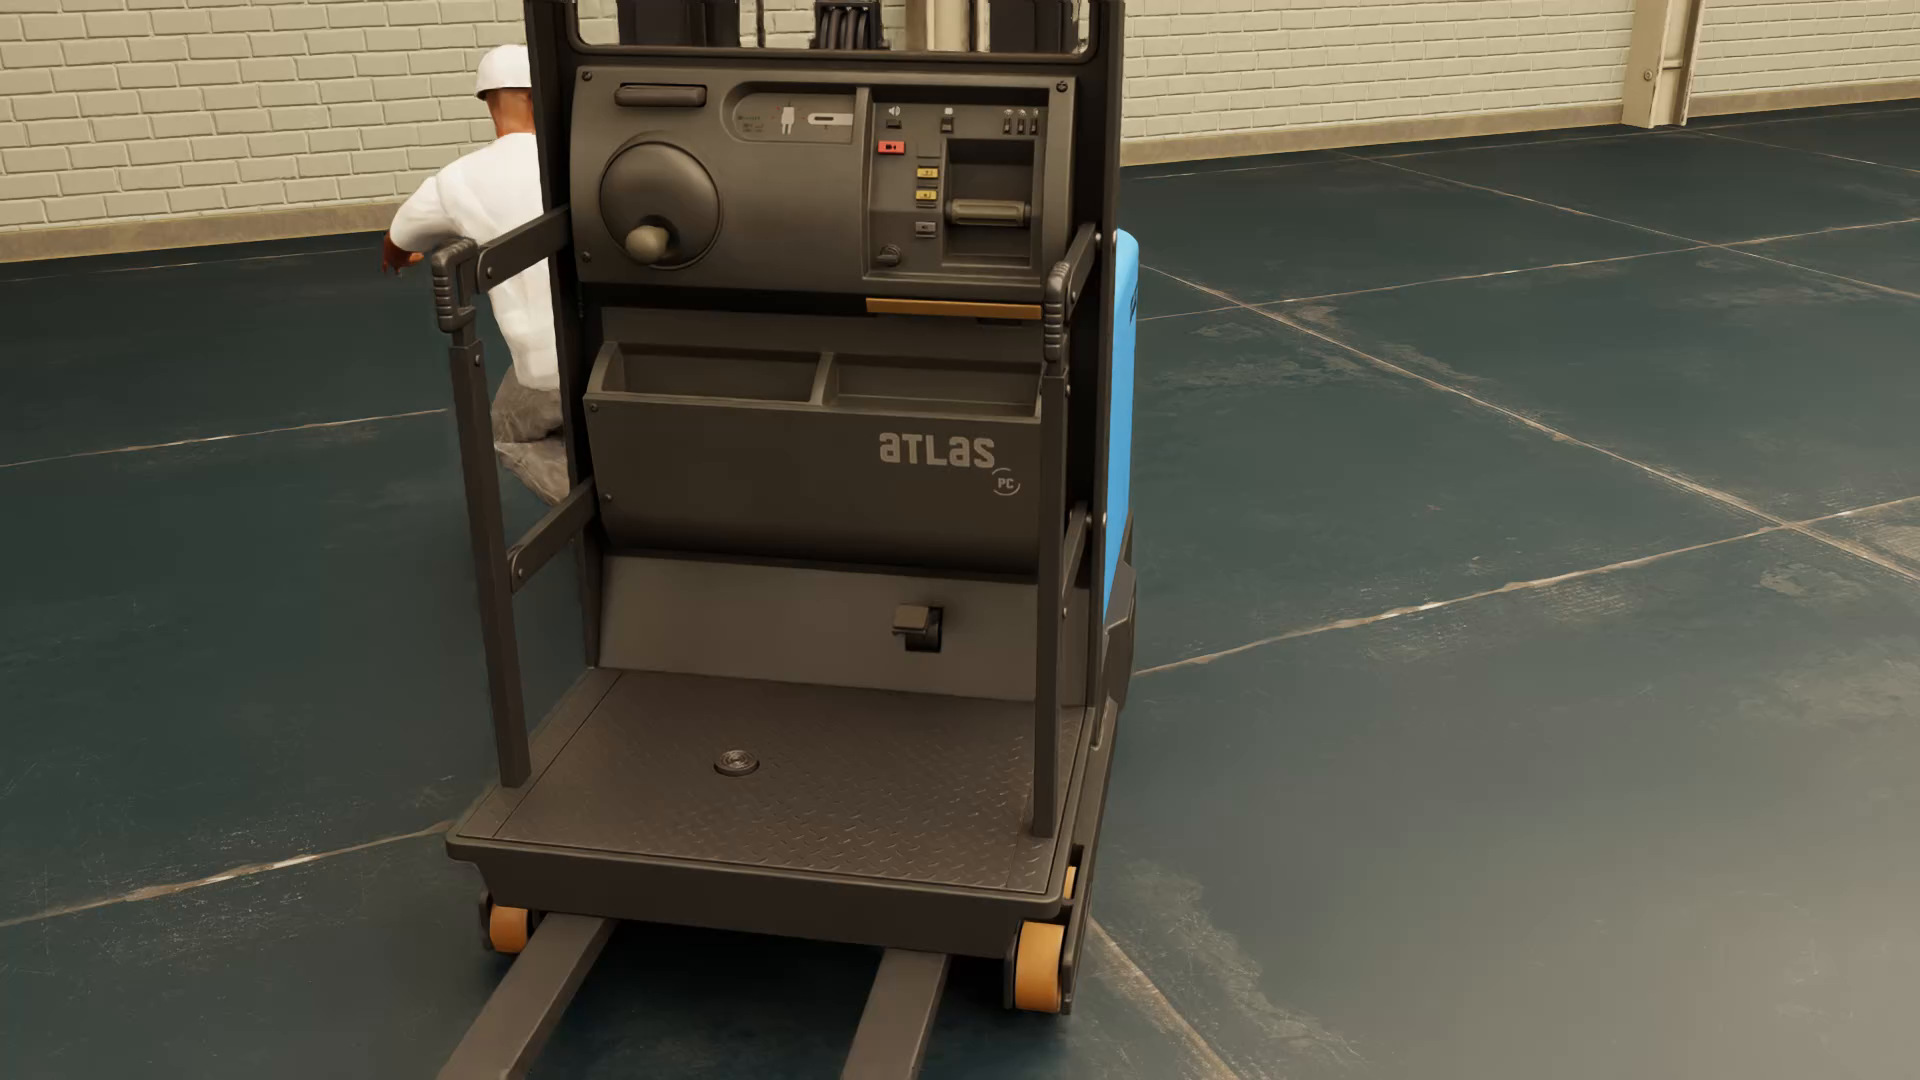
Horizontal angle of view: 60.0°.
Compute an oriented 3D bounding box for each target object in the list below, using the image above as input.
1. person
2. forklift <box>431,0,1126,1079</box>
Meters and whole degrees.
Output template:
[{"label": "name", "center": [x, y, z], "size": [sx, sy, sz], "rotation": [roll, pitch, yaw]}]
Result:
[{"label": "person", "center": [-1.198, -0.690, 4.846], "size": [0.819, 1.474, 1.035], "rotation": [-16, 27, -34]}, {"label": "forklift", "center": [-0.297, -0.642, 2.831], "size": [1.121, 2.935, 3.031], "rotation": [4, 23, 9]}]
